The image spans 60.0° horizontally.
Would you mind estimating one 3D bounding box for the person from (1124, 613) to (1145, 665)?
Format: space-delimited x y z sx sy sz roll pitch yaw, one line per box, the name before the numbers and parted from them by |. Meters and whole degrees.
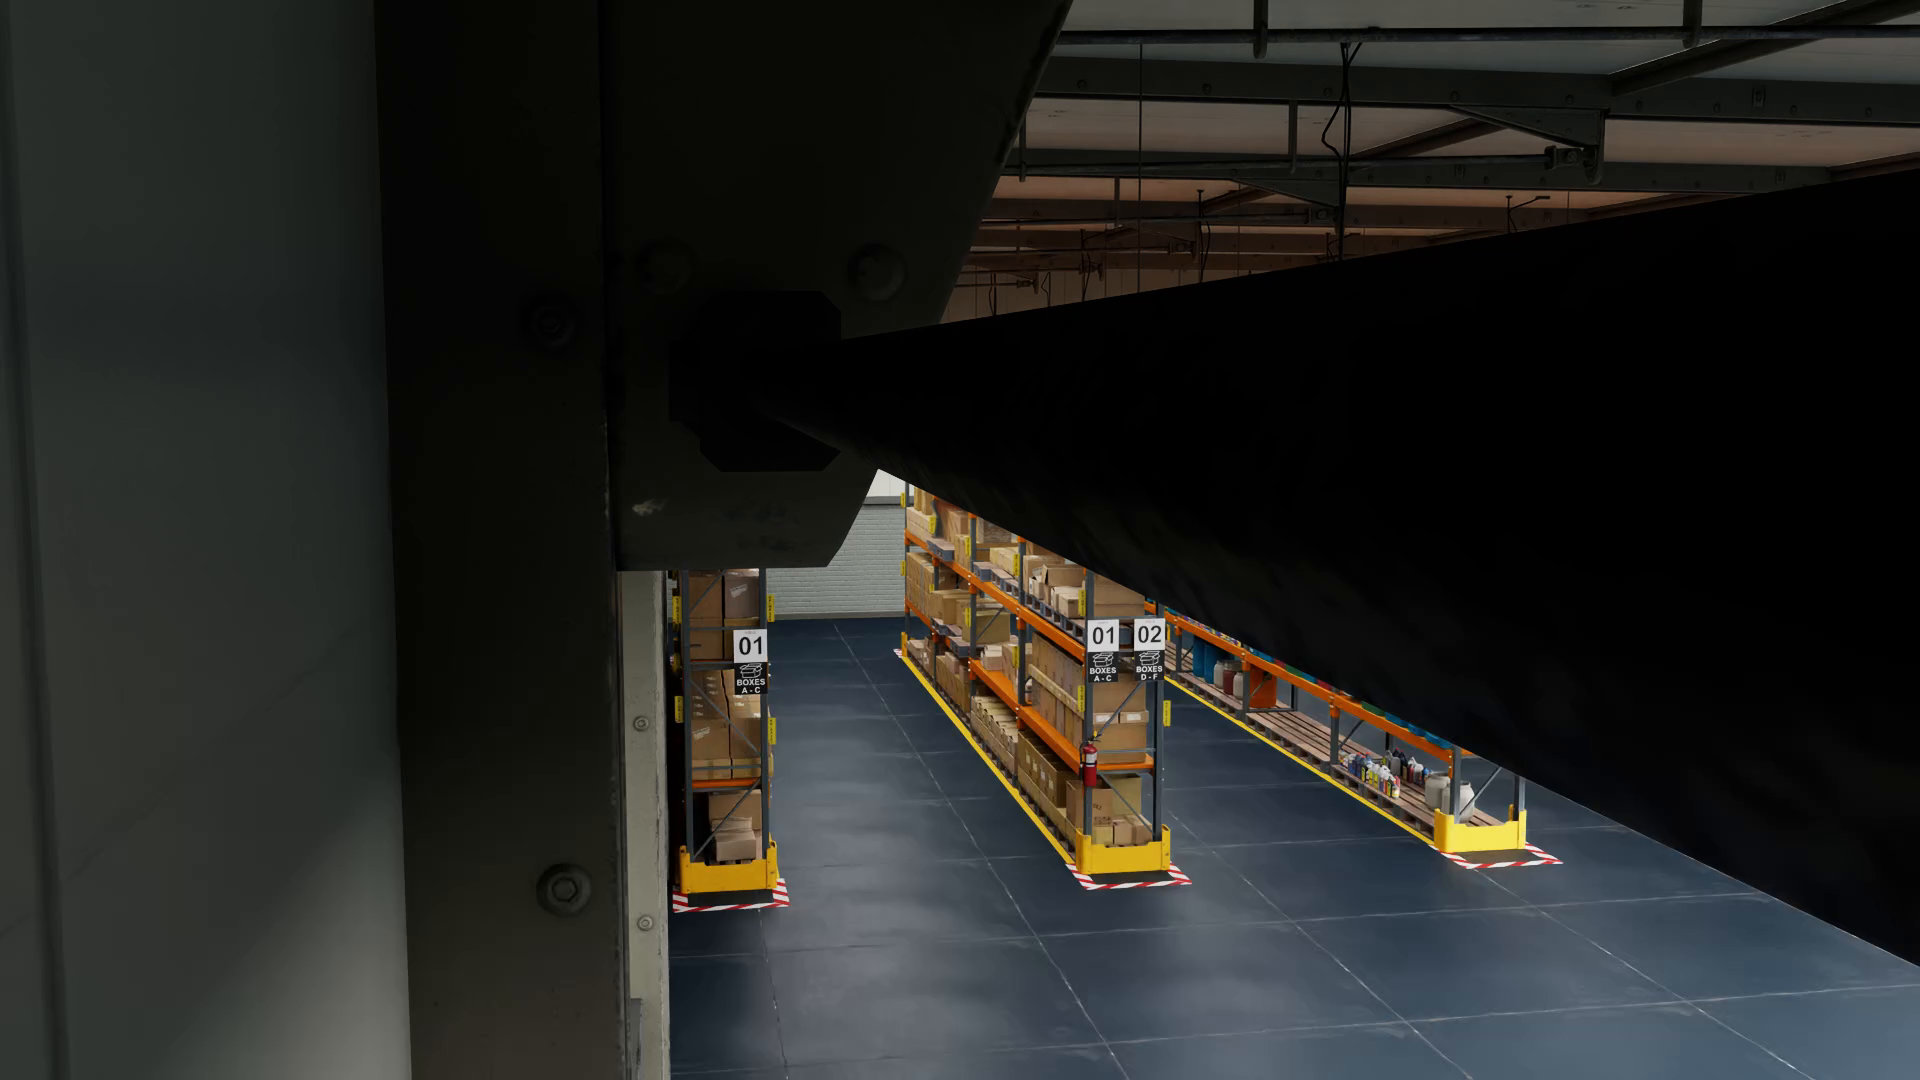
person | 3.369 1.932 32.478 0.561 1.573 0.844 1 6 11
